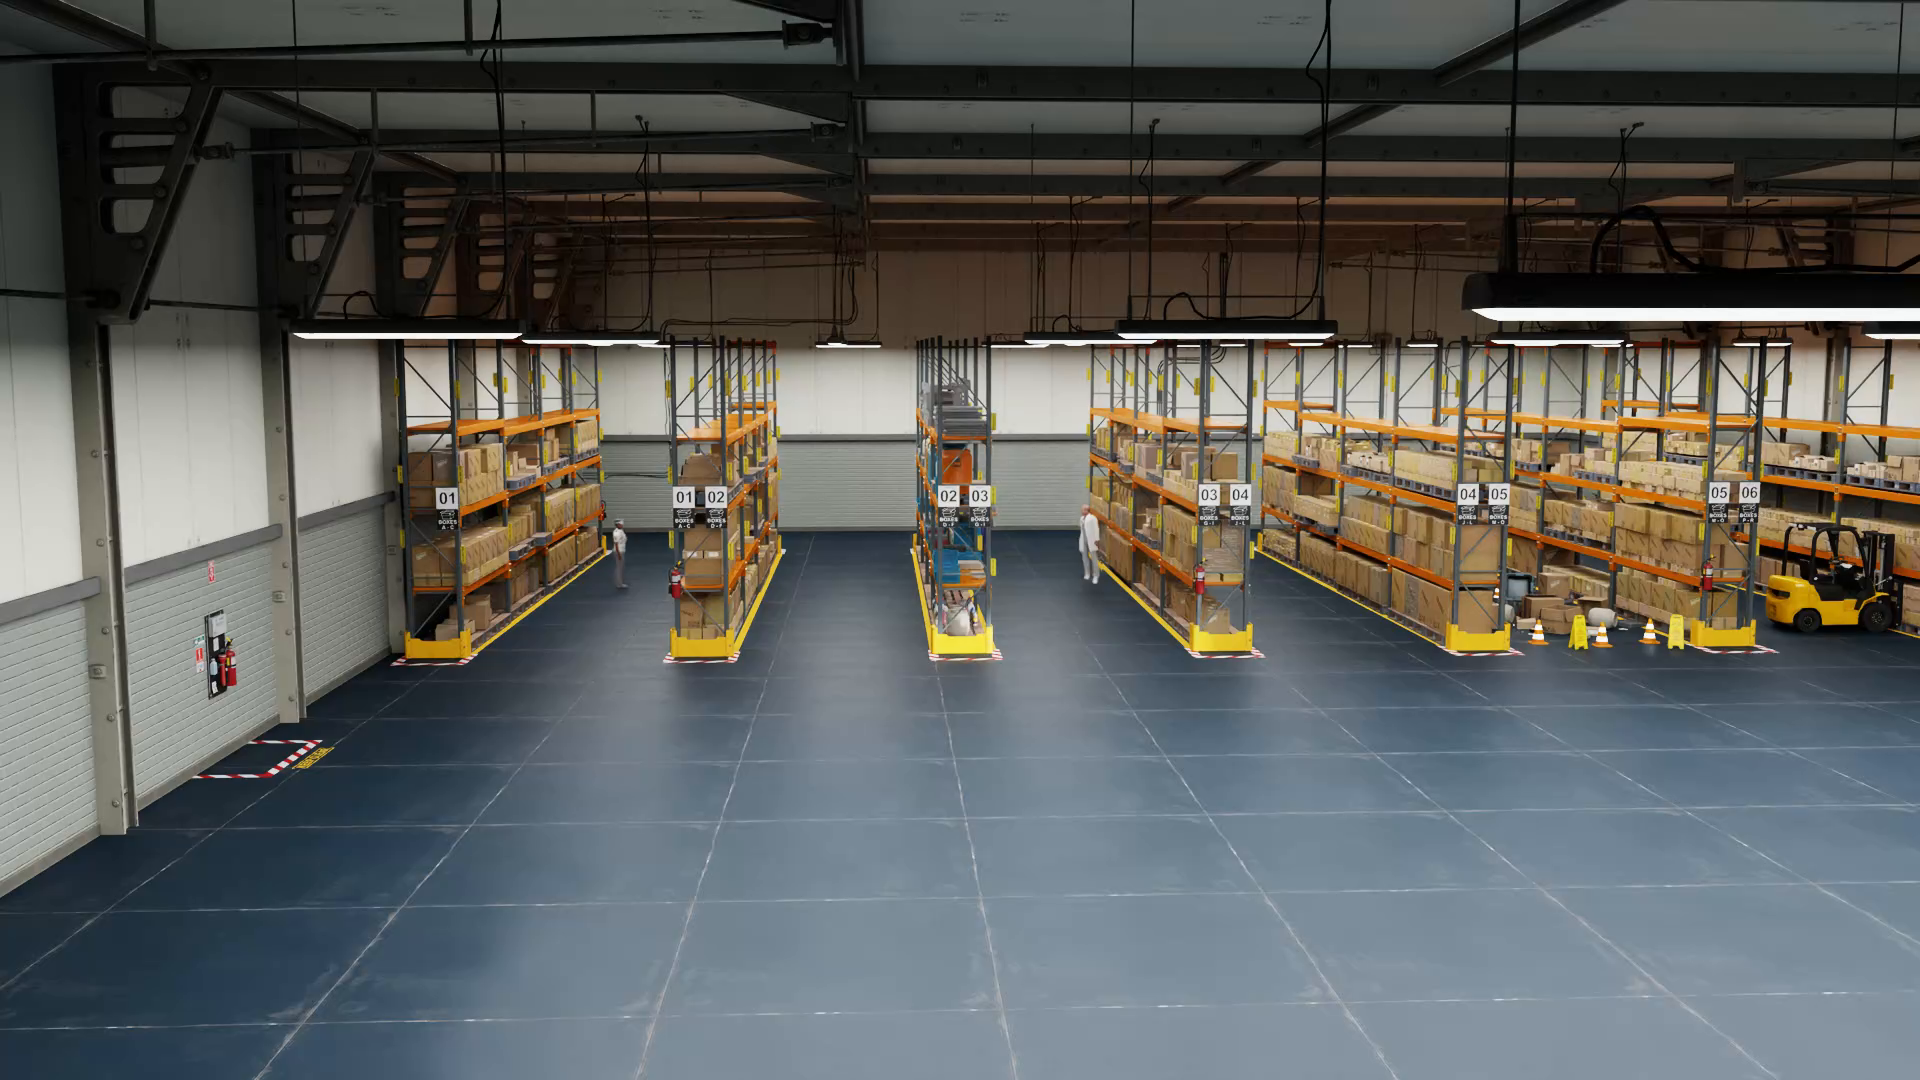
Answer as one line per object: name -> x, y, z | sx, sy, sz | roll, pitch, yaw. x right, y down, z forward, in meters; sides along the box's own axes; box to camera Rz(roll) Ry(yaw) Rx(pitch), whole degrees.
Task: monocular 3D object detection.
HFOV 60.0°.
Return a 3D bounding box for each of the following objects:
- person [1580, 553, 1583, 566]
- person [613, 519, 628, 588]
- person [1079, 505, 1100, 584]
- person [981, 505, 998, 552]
person -> 16.216, -0.063, 43.640 | 0.462, 1.635, 0.859 | 4, 7, 29
person -> -8.224, 0.324, 40.321 | 0.361, 1.718, 0.487 | -1, 7, -9
person -> 3.076, 0.082, 39.615 | 0.619, 1.849, 0.422 | 4, 8, 35
person -> 0.765, -0.491, 47.453 | 0.631, 1.588, 0.993 | 0, 6, -3
